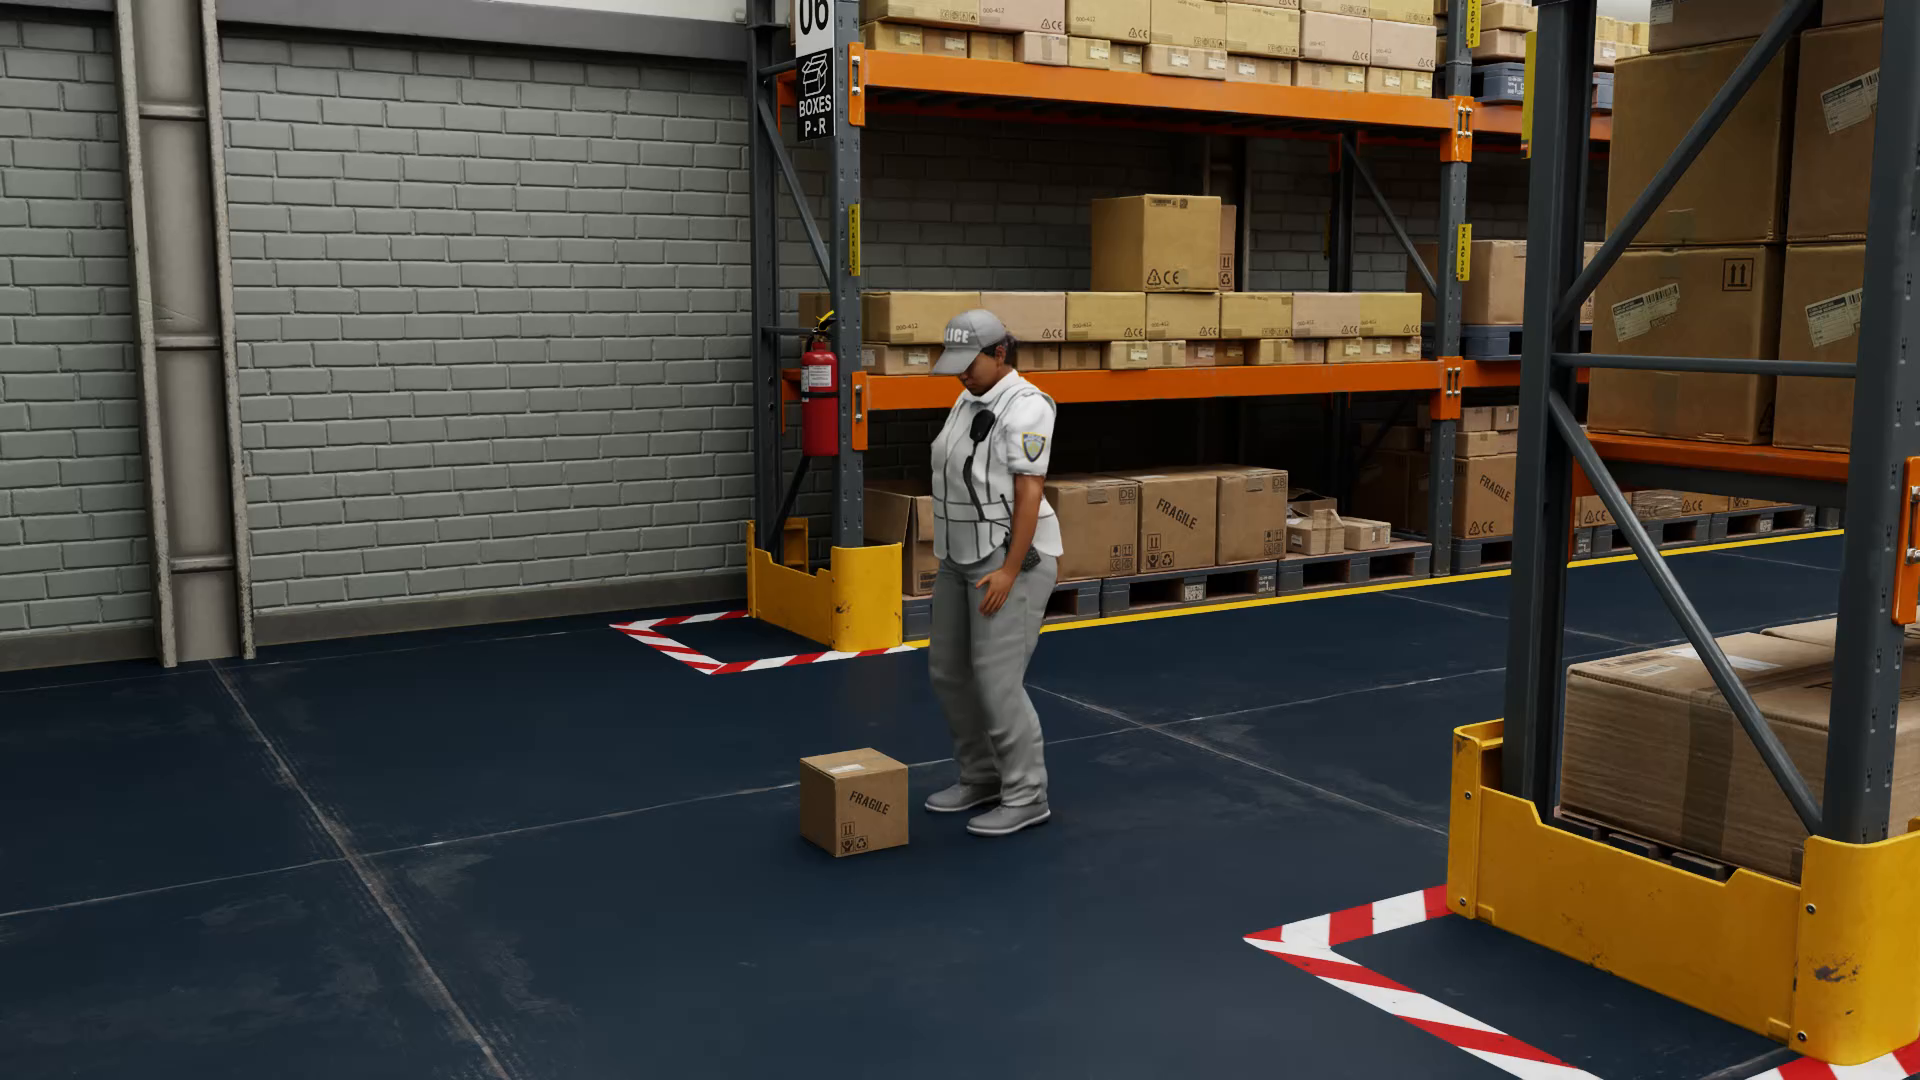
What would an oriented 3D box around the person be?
[{"bbox_3d":[0.099,0.096,5.276,0.429,1.643,0.483,-5,10,-30],"label":"person"}]
